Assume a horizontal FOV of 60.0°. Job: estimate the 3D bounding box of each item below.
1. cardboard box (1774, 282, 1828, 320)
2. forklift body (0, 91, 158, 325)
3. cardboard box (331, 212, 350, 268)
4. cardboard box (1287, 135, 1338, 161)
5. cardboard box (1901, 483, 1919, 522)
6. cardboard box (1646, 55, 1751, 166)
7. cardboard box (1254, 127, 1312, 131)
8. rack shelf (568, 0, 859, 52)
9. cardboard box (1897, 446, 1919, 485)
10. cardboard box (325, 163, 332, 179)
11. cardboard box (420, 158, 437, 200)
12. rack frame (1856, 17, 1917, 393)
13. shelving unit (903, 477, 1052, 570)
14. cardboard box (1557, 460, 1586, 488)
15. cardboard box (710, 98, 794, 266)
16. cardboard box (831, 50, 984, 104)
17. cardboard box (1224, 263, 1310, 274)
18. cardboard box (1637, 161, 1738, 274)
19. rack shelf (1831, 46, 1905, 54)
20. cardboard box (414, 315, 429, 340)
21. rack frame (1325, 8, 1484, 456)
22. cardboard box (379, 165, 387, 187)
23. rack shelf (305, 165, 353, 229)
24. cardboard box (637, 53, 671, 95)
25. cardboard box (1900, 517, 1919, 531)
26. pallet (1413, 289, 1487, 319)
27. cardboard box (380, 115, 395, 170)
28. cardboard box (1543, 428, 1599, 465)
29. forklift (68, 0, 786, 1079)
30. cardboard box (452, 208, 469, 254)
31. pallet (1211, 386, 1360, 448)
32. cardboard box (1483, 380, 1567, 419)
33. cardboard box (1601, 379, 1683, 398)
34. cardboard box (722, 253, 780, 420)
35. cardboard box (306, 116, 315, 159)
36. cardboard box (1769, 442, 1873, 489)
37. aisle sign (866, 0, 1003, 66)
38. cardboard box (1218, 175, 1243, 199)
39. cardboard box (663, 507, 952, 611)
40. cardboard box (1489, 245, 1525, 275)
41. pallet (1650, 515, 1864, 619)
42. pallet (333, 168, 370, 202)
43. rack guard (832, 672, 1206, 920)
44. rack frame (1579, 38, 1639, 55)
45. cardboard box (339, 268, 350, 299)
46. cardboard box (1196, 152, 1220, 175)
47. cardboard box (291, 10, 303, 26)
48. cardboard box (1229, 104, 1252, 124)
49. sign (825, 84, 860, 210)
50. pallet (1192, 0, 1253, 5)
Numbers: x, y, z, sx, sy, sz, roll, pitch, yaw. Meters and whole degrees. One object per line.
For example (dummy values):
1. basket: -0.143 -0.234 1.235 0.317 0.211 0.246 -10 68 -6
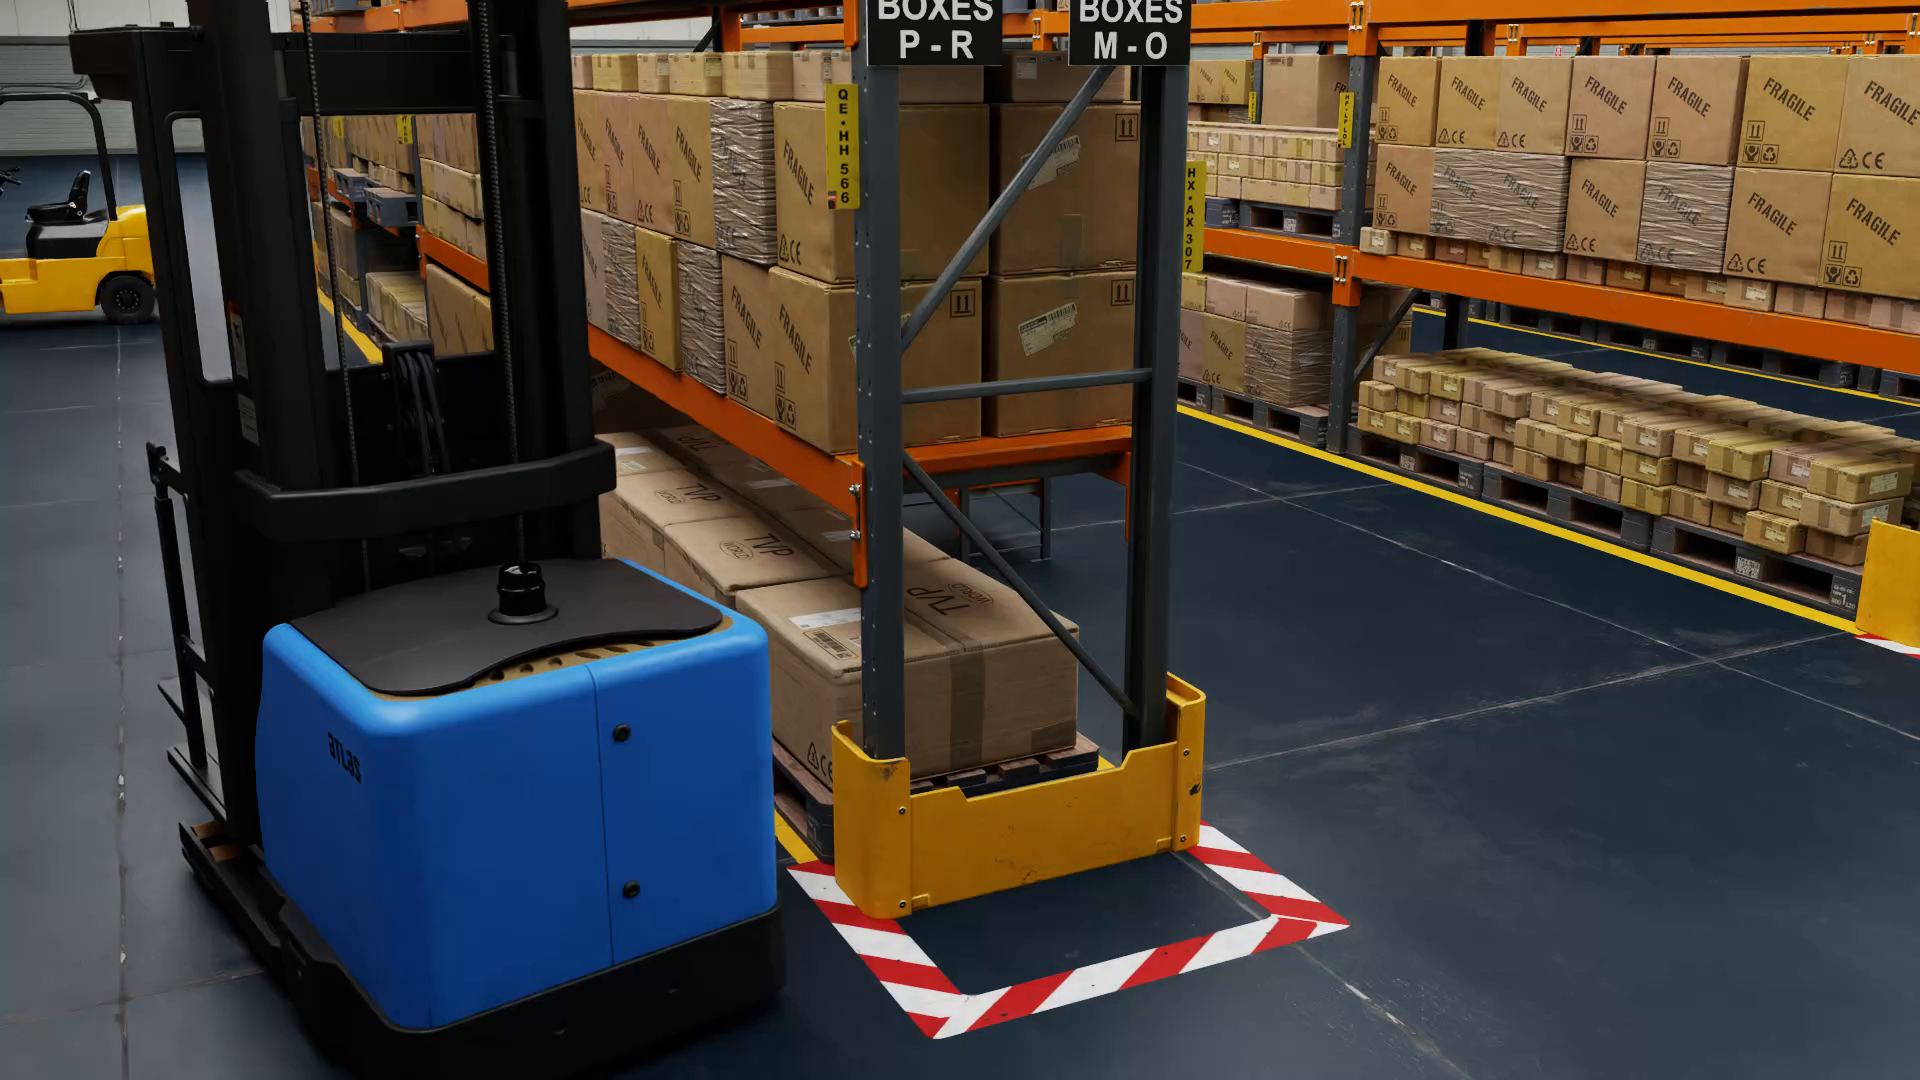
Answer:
1. cardboard box: 3.994 -1.117 7.662 0.380 0.149 0.250 -8 18 -25
2. forklift body: -8.815 -3.151 15.830 2.313 2.155 1.214 -8 18 -25
3. cardboard box: -6.023 -3.024 16.716 0.500 0.500 0.500 -7 17 -22
4. cardboard box: 2.367 -2.566 10.871 0.380 0.149 0.250 -8 18 -27
5. cardboard box: 4.590 -0.200 7.879 0.380 0.149 0.250 -7 17 -23
6. cardboard box: 3.707 -2.074 8.005 0.500 0.500 0.500 -7 17 -22
7. cardboard box: 2.389 -2.964 12.257 0.380 0.149 0.250 -7 17 -23
8. rack shelf: -0.693 -2.034 6.266 1.077 0.370 4.000 -8 18 -25
9. cardboard box: 4.665 -0.353 7.873 0.380 0.149 0.250 -9 18 -27
10. cardboard box: -6.167 -3.717 16.722 0.380 0.149 0.250 -7 18 -24
11. cardboard box: -3.321 -2.438 11.174 0.500 0.250 0.500 -8 18 -25
12. rack frame: 7.340 -2.631 12.481 1.000 3.000 0.127 -8 18 -25
13. shelving unit: 0.003 -0.539 8.590 0.538 1.125 1.048 -8 18 -25
14. cardboard box: 3.496 -0.387 9.067 0.380 0.149 0.250 -7 17 -23
15. cardboard box: -0.497 -1.187 5.456 0.500 0.500 0.500 -8 18 -25
16. cardboard box: -0.154 -1.347 4.837 0.380 0.149 0.250 -7 18 -24
17. cardboard box: 2.296 -1.892 12.315 0.500 0.250 0.500 -7 17 -23
18. cardboard box: 3.709 -1.589 8.130 0.500 0.500 0.500 -8 18 -25
19. rack shelf: 16.317 -8.002 27.065 1.077 0.370 4.000 -8 18 -25
20. cardboard box: -3.560 -1.506 12.561 0.950 0.372 0.625 -9 18 -29
21. rack frame: 2.837 -2.057 10.480 1.000 3.000 0.127 -8 18 -25
22. cardboard box: -4.246 -2.804 12.778 0.380 0.149 0.250 -7 18 -24
23. rack shelf: -5.950 -3.567 17.048 1.077 0.370 4.000 -8 18 -25
24. cardboard box: -1.013 -1.784 6.361 0.380 0.149 0.250 -8 18 -25
25. cardboard box: 4.647 -0.065 7.947 0.380 0.149 0.250 -7 18 -24
26. pallet: 5.246 -2.477 16.998 1.003 0.211 1.213 -8 18 -25
27. cardboard box: -4.006 -3.024 12.370 0.500 0.500 0.500 -8 18 -26
28. cardboard box: 3.392 -0.522 9.000 0.380 0.149 0.250 -7 18 -24
29. forklift: -1.762 -0.405 4.848 1.130 2.935 3.031 -12 20 -36
30. cardboard box: -2.867 -1.946 10.364 0.500 0.250 0.500 -7 17 -23
31. pallet: 2.494 -0.909 11.537 1.003 0.211 1.213 -8 18 -25
32. cardboard box: 3.197 -0.797 9.418 0.380 0.149 0.250 -7 18 -24
33. cardboard box: 3.864 -0.803 9.439 0.380 0.149 0.250 -8 18 -27
34. cardboard box: -0.472 -0.704 5.584 0.500 0.500 0.500 -8 18 -26
35. cardboard box: -6.638 -4.321 17.650 0.500 0.500 0.500 -7 17 -23
36. cardboard box: 4.071 -0.352 7.869 0.380 0.149 0.250 -7 18 -24
37. aisle sign: -0.063 -1.636 4.301 0.394 0.787 0.004 -8 18 -25
38. cardboard box: 2.026 -2.469 11.612 0.380 0.149 0.250 -9 18 -27
39. cardboard box: -0.604 0.210 6.463 0.875 0.438 0.875 -7 17 -23
40. cardboard box: 3.176 -1.573 9.249 0.380 0.149 0.250 -7 18 -24
41. pallet: 4.232 0.051 8.191 1.003 0.211 1.213 -8 18 -25
42. pallet: -4.869 -3.118 14.526 1.003 0.211 1.213 -8 18 -25
43. rack guard: 0.194 0.766 5.176 1.175 0.500 0.348 -8 18 -25
44. rack frame: 8.287 -5.213 21.479 1.000 3.000 0.127 -8 18 -25
45. cardboard box: -5.816 -2.542 16.396 0.500 0.250 0.500 -8 18 -26
46. cardboard box: 1.904 -2.682 11.814 0.380 0.149 0.250 -8 18 -25
47. cardboard box: -6.972 -5.609 17.875 0.380 0.149 0.250 -8 18 -25
48. cardboard box: 3.693 -4.925 19.754 0.875 0.500 0.500 -8 18 -25
49. sign: -0.310 -1.050 4.443 0.100 0.325 0.005 -8 18 -25
50. pallet: 2.205 -3.831 11.565 1.213 0.211 1.003 -8 18 -25
